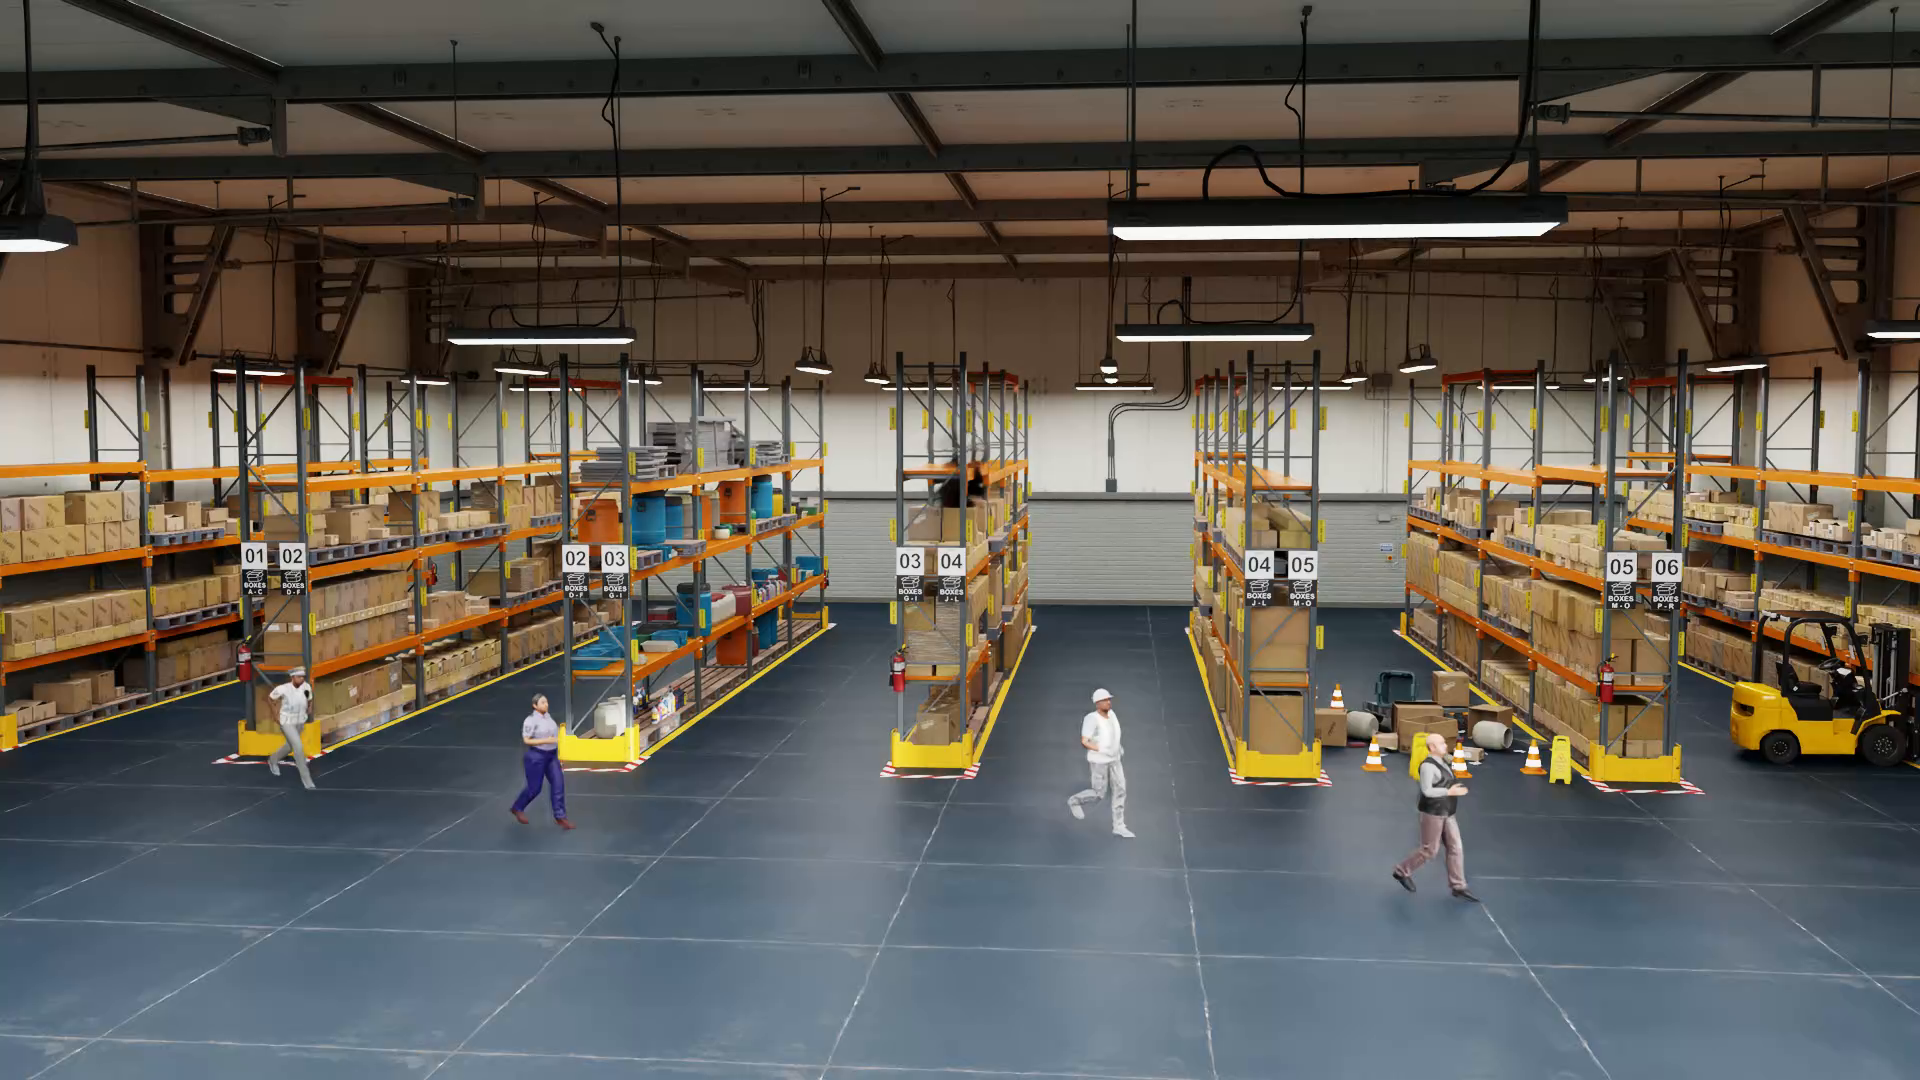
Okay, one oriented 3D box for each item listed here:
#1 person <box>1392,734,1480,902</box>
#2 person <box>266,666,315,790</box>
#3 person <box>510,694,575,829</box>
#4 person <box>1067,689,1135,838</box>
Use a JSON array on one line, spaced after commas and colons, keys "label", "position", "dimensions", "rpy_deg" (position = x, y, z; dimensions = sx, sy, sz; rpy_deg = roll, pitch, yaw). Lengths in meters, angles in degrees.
[{"label": "person", "position": [4.985, 2.876, 17.362], "dimensions": [0.906, 1.715, 0.661], "rpy_deg": [3, 5, 38]}, {"label": "person", "position": [-9.232, 2.555, 22.934], "dimensions": [1.031, 1.687, 0.580], "rpy_deg": [2, 5, 31]}, {"label": "person", "position": [-5.135, 2.705, 20.418], "dimensions": [0.880, 1.647, 0.608], "rpy_deg": [2, 5, 27]}, {"label": "person", "position": [1.740, 2.690, 20.226], "dimensions": [0.953, 1.774, 0.694], "rpy_deg": [4, 6, 44]}]
